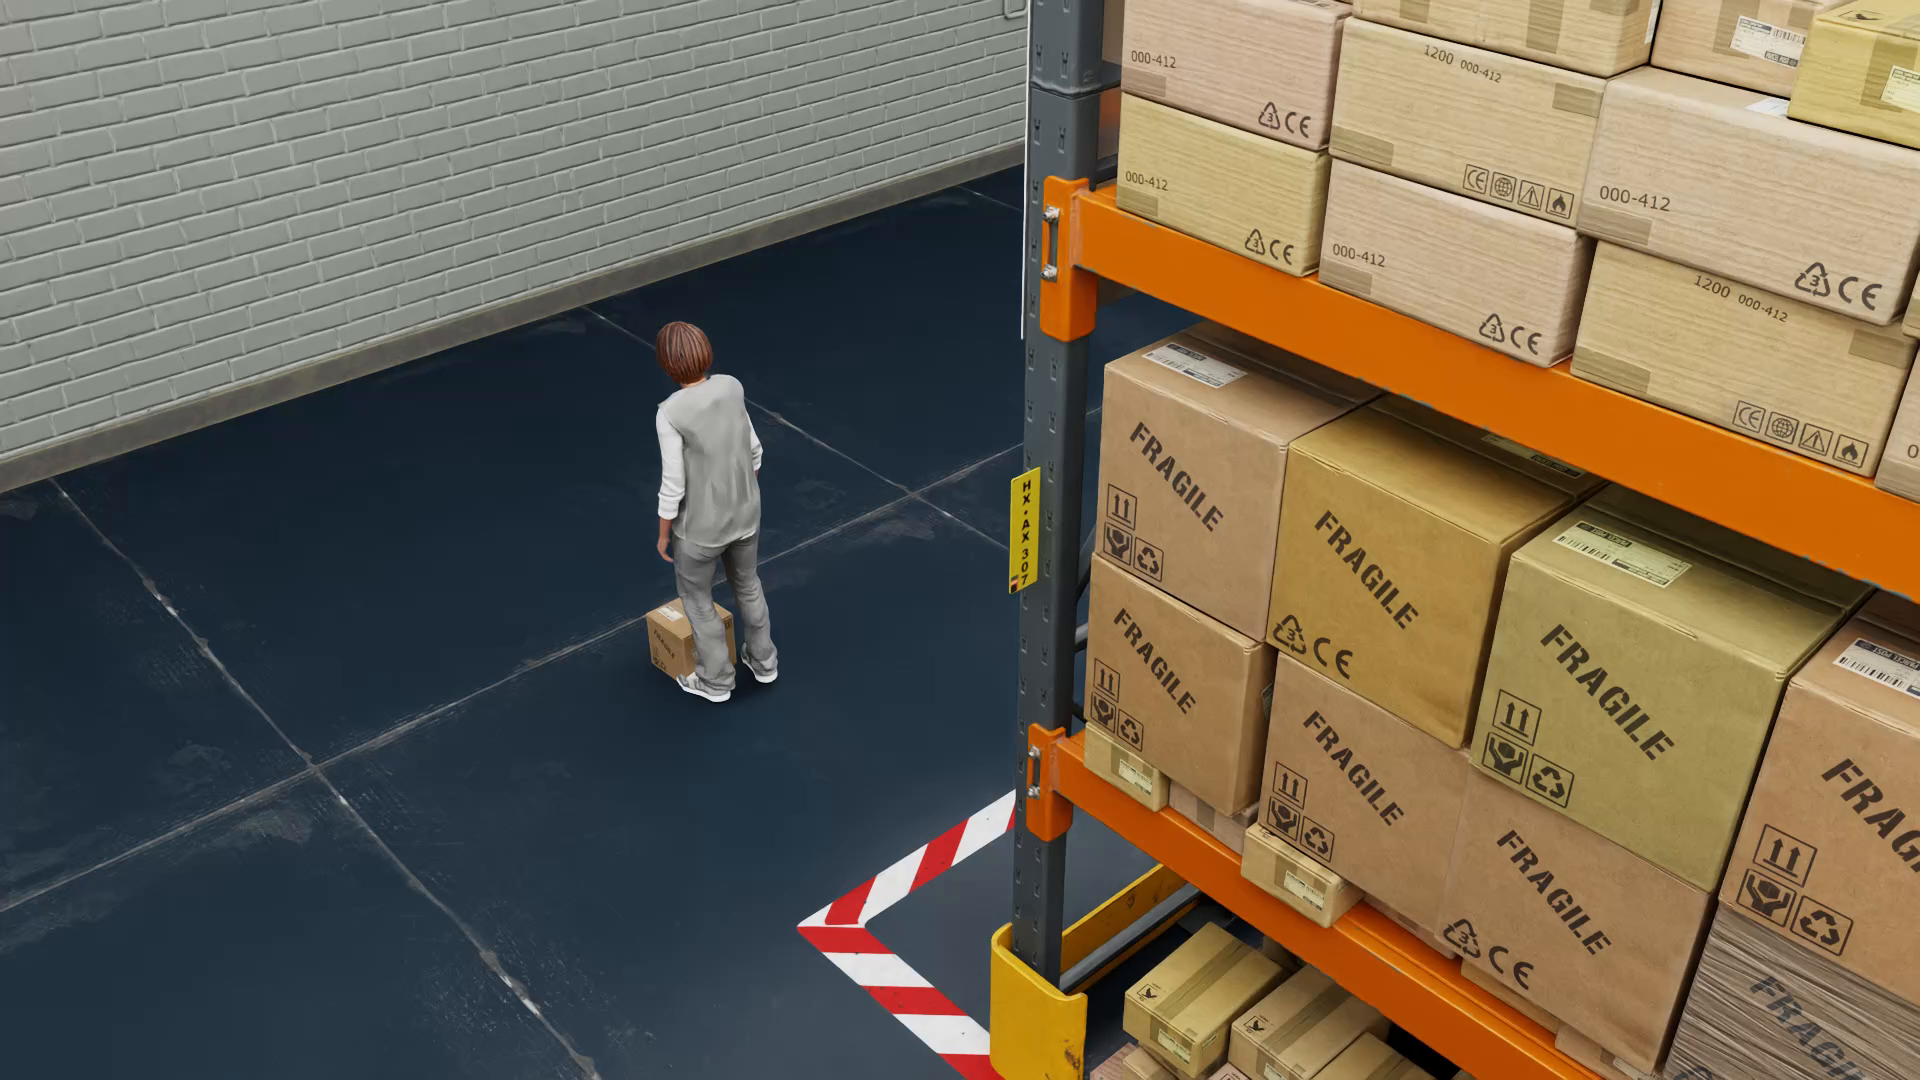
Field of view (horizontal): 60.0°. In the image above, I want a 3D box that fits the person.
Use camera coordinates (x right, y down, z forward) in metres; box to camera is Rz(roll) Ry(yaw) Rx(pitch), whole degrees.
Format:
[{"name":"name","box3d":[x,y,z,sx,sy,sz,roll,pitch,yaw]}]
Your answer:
[{"name":"person","box3d":[-0.938,-0.081,6.275,0.371,1.594,0.485,27,41,36]}]
